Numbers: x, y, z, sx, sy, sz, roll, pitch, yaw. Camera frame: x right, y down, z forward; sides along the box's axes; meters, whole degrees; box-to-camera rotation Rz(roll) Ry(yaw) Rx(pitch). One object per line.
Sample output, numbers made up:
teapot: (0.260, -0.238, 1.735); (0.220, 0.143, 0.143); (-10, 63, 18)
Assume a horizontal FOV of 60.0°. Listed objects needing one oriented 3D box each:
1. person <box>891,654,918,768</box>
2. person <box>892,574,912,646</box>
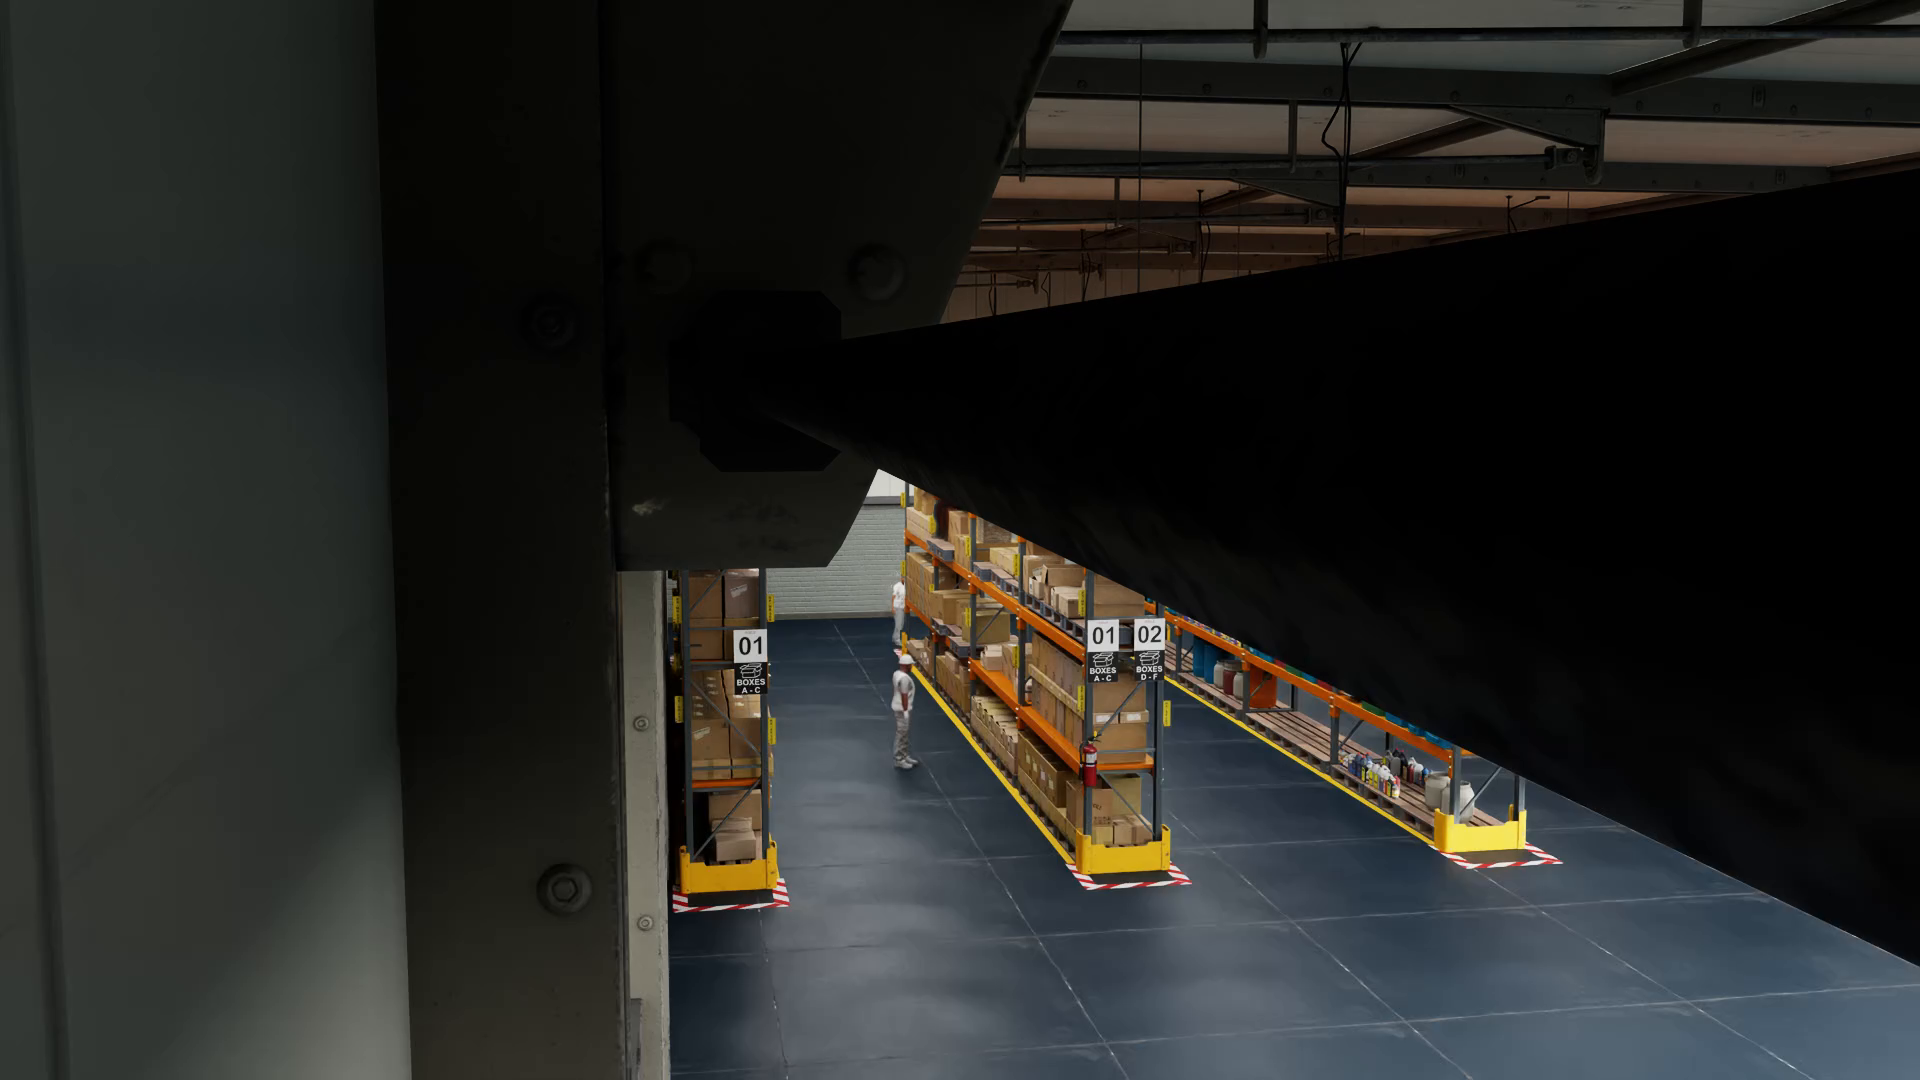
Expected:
person: (-0.879, 2.702, 26.395); (0.417, 1.798, 0.576); (-1, 6, -8)
person: (-1.327, 1.564, 38.128); (0.522, 1.649, 0.528); (5, 8, 42)
